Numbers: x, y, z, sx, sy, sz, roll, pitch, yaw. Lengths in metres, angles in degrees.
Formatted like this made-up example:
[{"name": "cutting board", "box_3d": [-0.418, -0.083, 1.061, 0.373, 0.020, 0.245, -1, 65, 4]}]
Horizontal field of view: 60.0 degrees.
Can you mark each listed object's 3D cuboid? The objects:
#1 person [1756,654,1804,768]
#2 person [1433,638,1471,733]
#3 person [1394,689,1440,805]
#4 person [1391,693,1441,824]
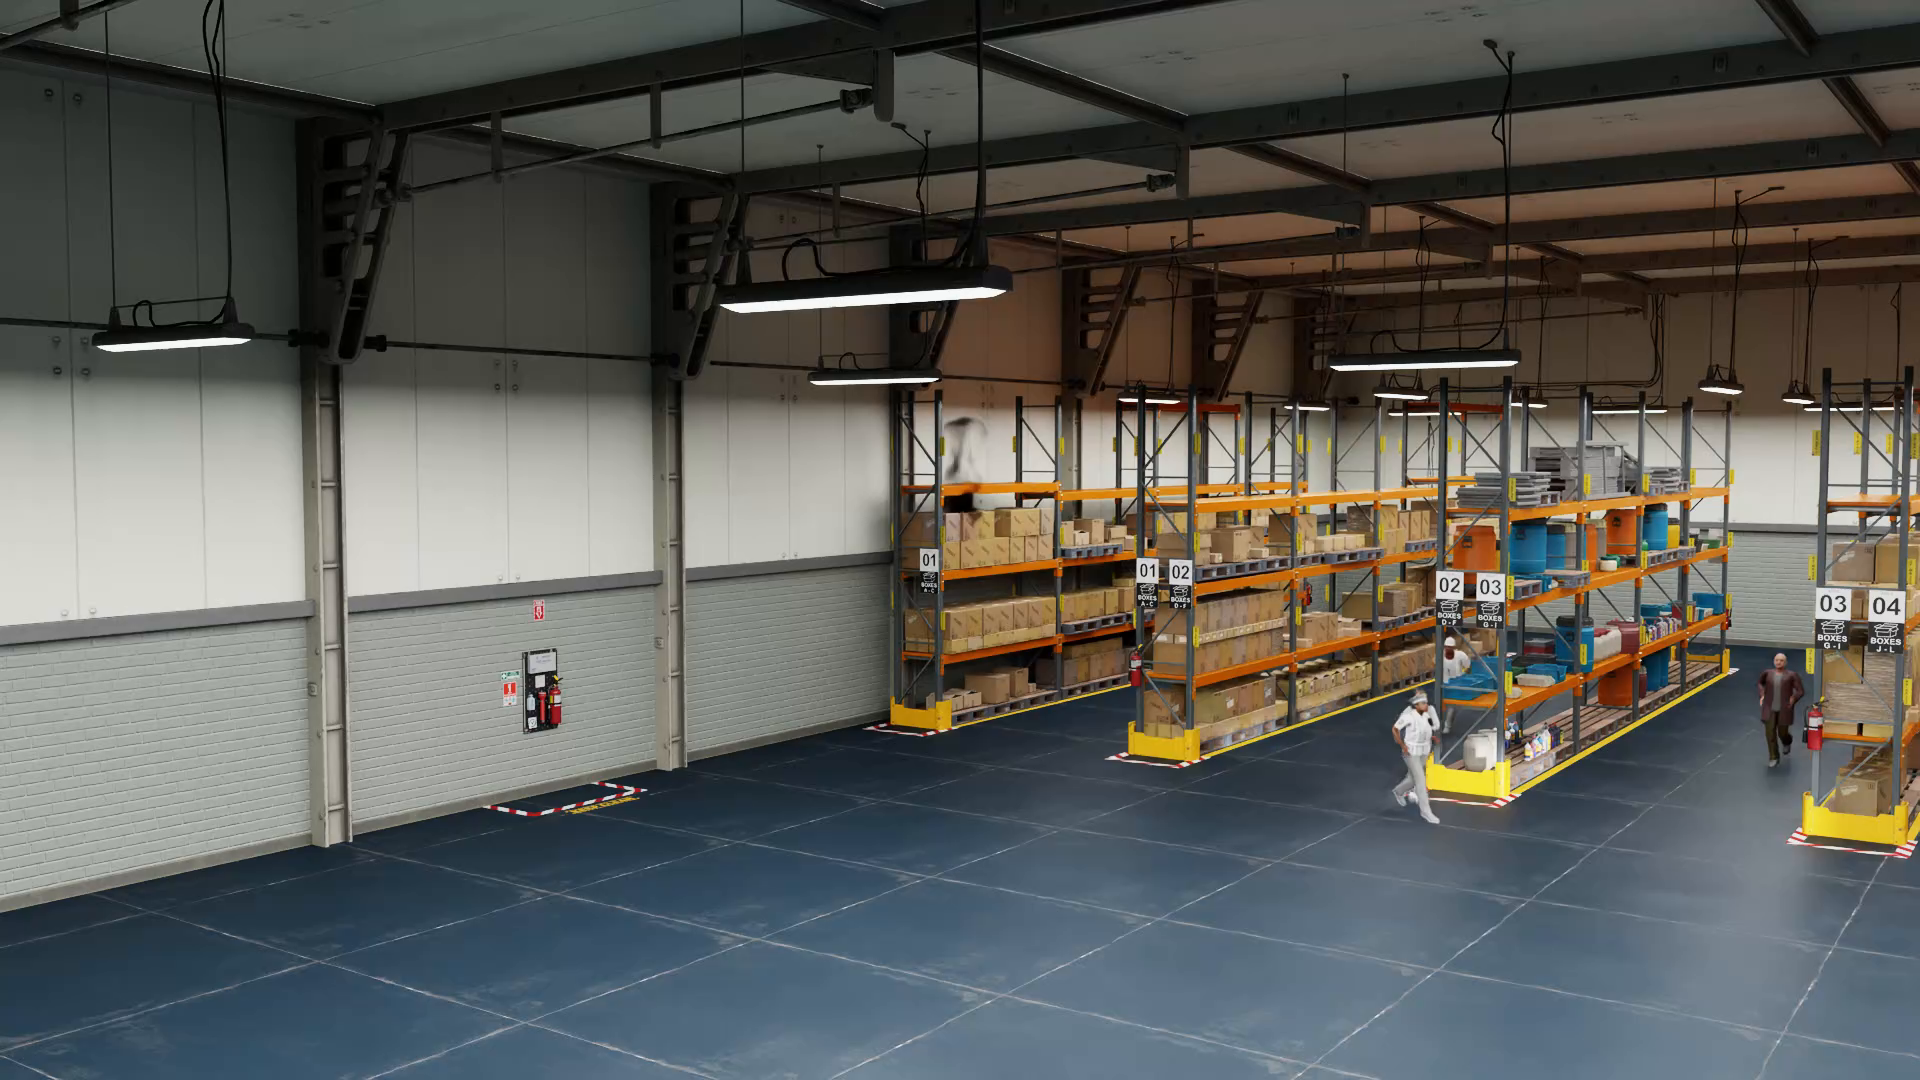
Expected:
[{"name": "person", "box_3d": [12.885, 2.662, 26.176, 0.711, 1.759, 0.880, 2, 4, 38]}, {"name": "person", "box_3d": [8.635, 2.537, 29.179, 0.697, 1.693, 0.841, 2, 4, 26]}, {"name": "person", "box_3d": [6.449, 2.890, 23.456, 0.576, 1.596, 0.618, 0, 3, 5]}, {"name": "person", "box_3d": [6.114, 2.892, 22.423, 0.593, 1.708, 0.944, -2, 4, -31]}]
